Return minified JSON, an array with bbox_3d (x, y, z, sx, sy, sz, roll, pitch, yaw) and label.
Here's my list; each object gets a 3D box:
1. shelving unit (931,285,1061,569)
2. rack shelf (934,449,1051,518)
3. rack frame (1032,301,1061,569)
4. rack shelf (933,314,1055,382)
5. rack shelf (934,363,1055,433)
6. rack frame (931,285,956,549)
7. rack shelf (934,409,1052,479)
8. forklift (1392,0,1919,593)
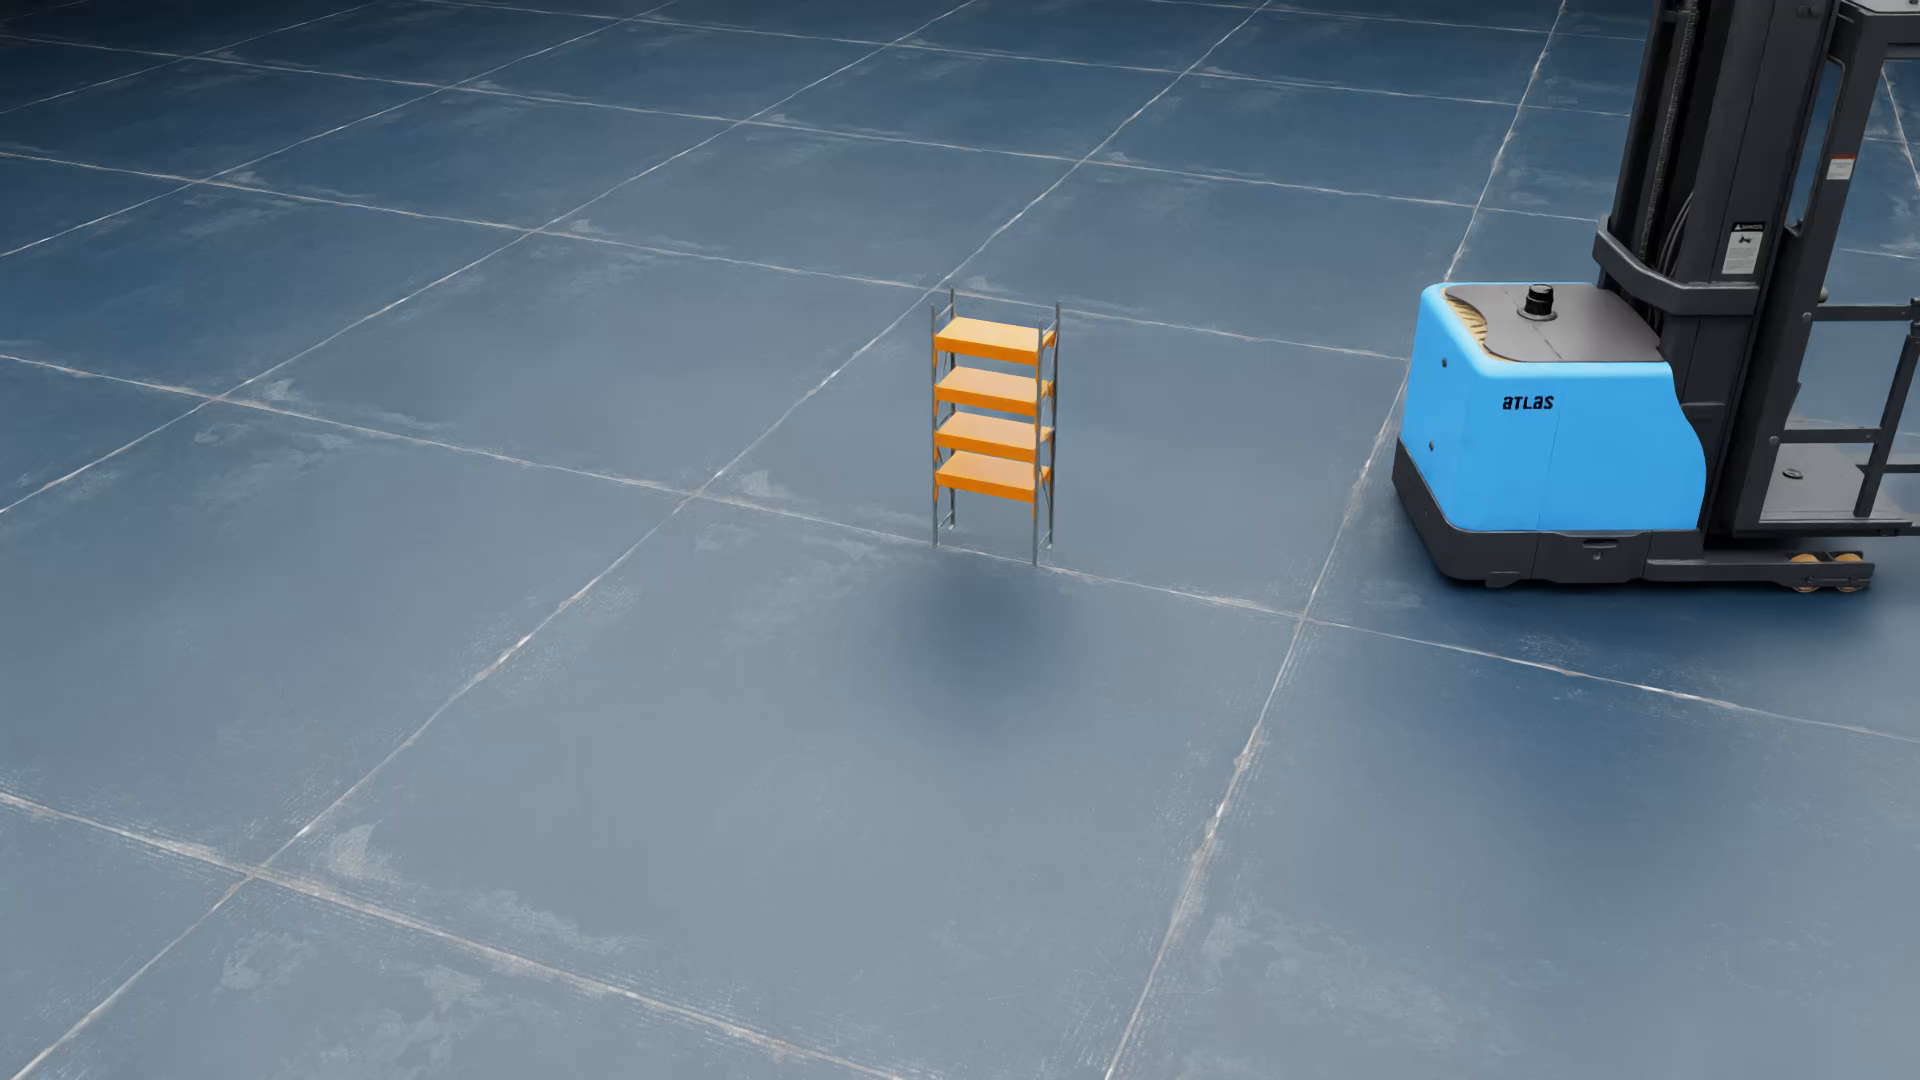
[{"bbox_3d":[0.153,-0.492,7.401,0.503,1.200,0.258,11,31,19],"label":"shelving unit"},{"bbox_3d":[0.153,-0.260,7.531,0.480,0.148,0.258,11,31,19],"label":"rack shelf"},{"bbox_3d":[0.379,-0.447,7.321,0.015,1.200,0.240,11,31,19],"label":"rack frame"},{"bbox_3d":[0.153,-0.834,7.207,0.480,0.148,0.258,11,31,19],"label":"rack shelf"},{"bbox_3d":[0.153,-0.628,7.324,0.480,0.148,0.258,11,31,19],"label":"rack shelf"},{"bbox_3d":[-0.073,-0.537,7.480,0.015,1.200,0.240,11,31,19],"label":"rack frame"},{"bbox_3d":[0.153,-0.433,7.434,0.480,0.148,0.258,11,31,19],"label":"rack shelf"},{"bbox_3d":[3.630,-1.307,7.083,3.031,2.935,1.130,0,29,-1],"label":"forklift"}]
